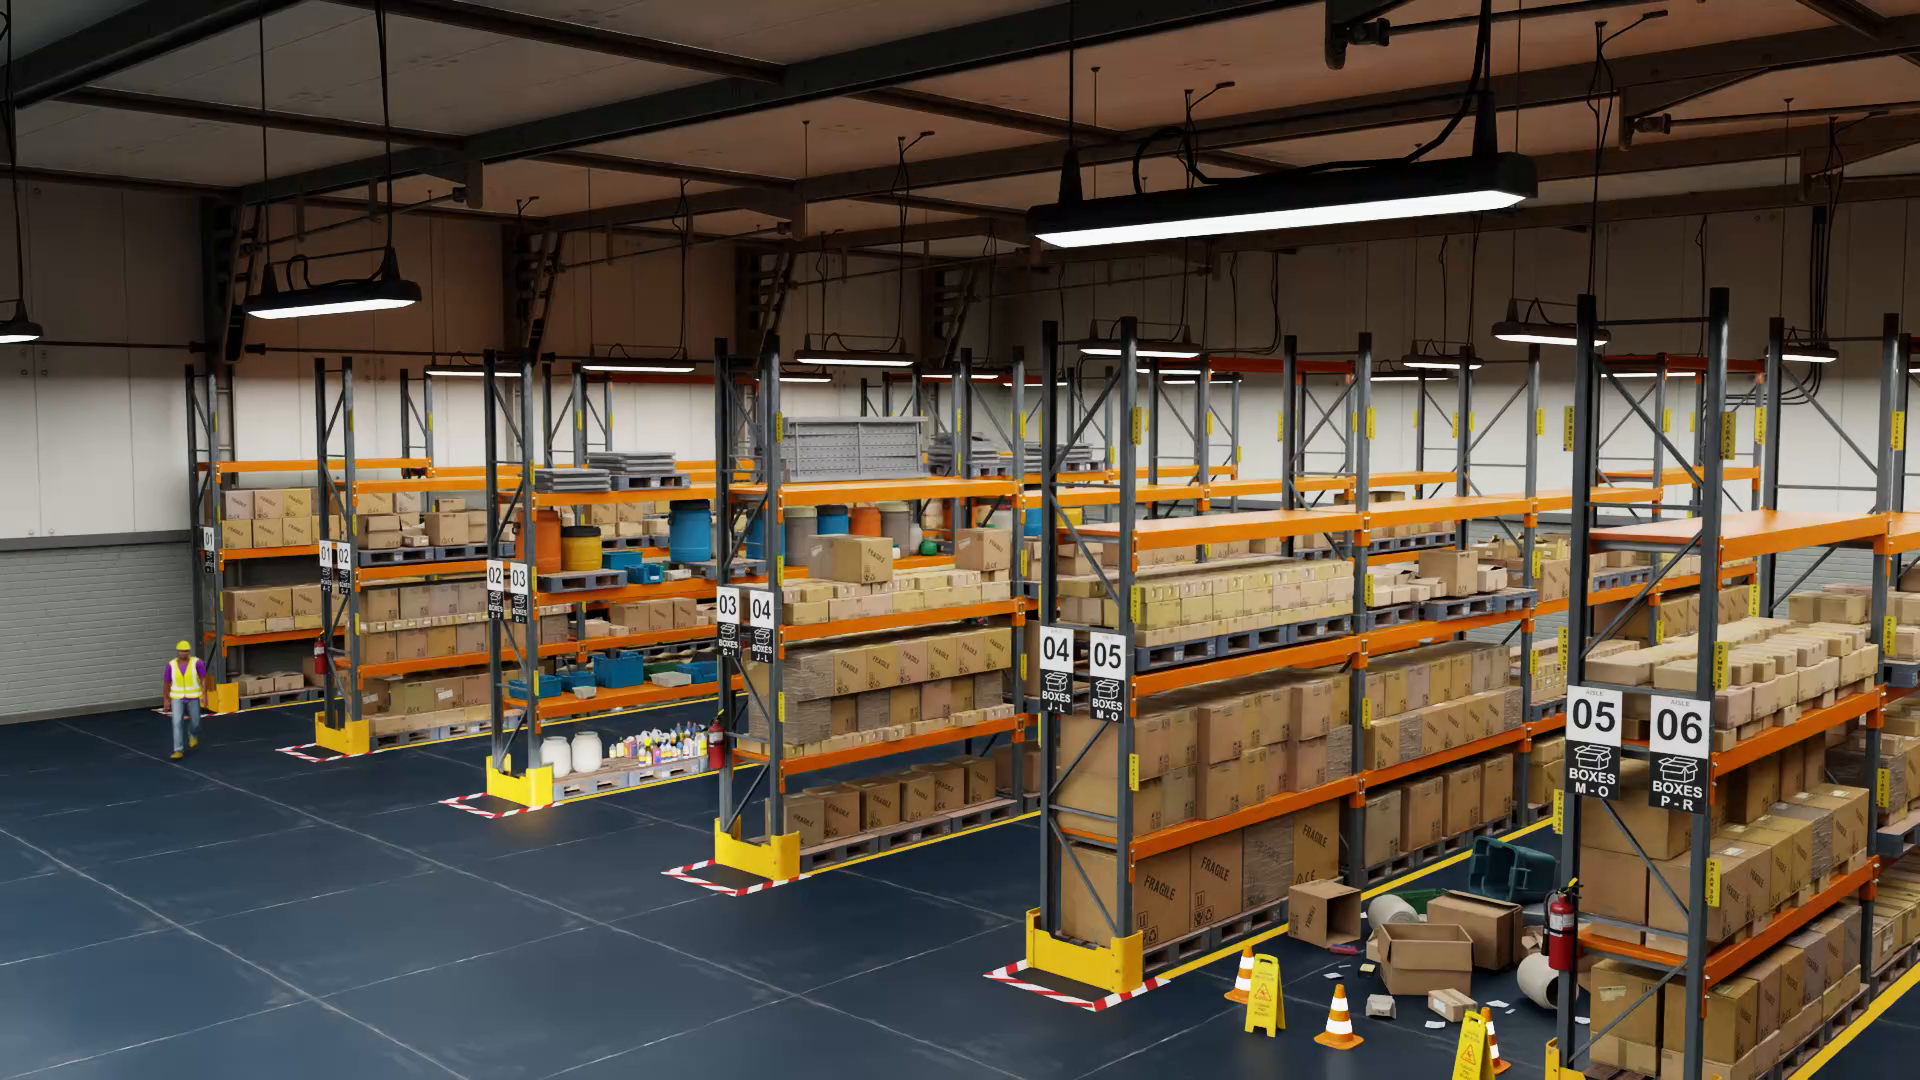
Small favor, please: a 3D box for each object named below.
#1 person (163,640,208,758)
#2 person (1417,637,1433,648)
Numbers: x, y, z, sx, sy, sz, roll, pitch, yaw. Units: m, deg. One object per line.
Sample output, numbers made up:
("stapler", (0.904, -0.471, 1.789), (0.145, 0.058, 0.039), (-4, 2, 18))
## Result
("person", (-11.669, 2.376, 25.057), (0.630, 1.741, 0.908), (-2, 5, -20))
("person", (7.221, 2.355, 25.943), (0.518, 1.713, 0.359), (1, 5, 17))
